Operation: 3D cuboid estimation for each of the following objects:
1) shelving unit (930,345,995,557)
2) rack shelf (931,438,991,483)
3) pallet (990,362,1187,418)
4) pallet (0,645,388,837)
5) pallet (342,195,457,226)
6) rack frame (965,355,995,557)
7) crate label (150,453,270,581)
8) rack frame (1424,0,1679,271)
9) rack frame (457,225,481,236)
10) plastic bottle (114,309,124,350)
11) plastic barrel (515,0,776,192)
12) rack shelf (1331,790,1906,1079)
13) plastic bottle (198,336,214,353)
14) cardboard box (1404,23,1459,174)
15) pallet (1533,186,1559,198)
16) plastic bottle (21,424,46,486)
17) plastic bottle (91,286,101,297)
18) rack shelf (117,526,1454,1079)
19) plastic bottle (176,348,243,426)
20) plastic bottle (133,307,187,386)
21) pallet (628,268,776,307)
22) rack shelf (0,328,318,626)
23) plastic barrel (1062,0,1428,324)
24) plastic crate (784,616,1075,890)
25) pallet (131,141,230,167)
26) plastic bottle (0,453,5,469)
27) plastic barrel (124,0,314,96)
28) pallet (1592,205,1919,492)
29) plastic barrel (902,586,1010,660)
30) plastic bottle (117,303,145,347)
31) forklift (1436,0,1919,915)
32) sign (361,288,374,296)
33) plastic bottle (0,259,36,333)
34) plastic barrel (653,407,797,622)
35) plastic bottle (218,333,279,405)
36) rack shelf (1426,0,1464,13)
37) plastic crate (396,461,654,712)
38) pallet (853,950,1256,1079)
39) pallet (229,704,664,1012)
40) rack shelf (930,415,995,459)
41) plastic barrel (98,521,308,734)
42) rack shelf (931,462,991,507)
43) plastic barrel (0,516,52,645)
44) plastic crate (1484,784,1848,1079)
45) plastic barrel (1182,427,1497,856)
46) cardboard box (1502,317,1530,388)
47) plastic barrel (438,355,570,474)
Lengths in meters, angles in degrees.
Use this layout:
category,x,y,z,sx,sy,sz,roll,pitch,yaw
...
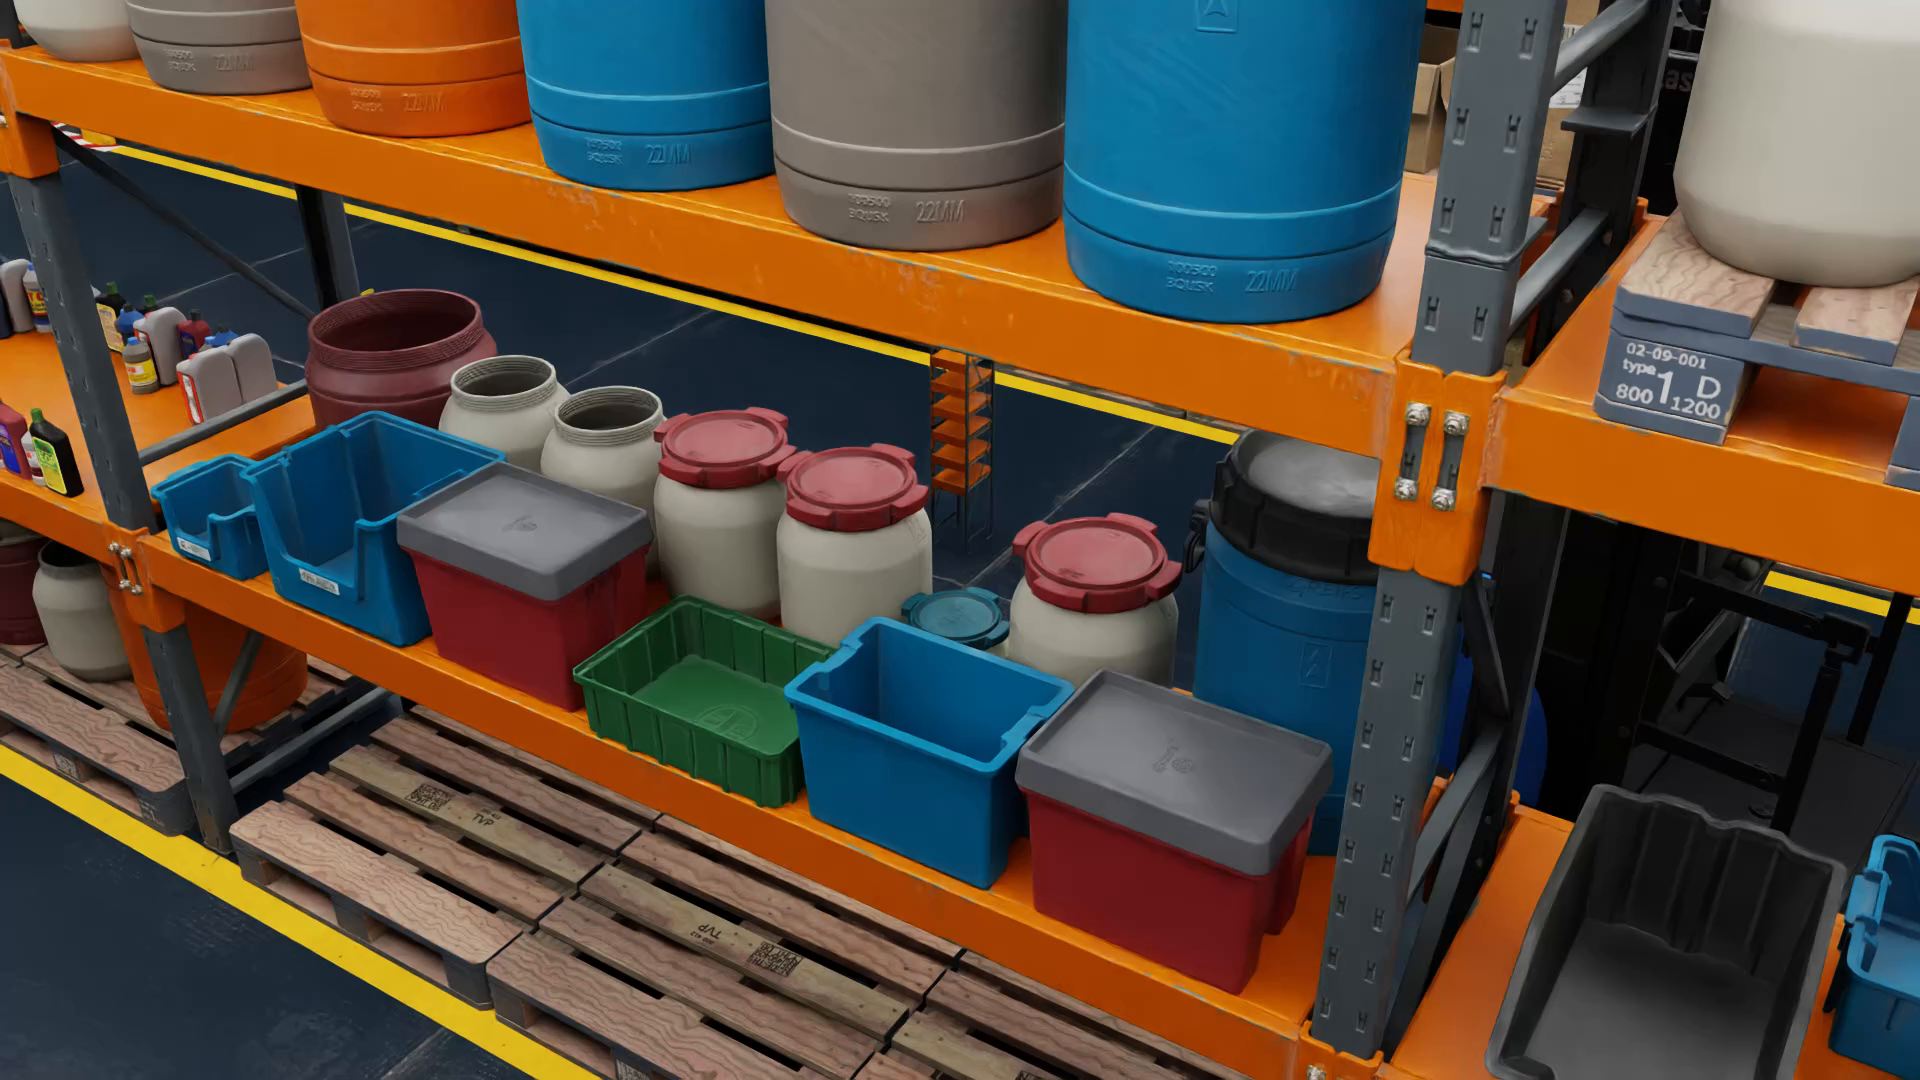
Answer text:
category,x,y,z,sx,sy,sz,roll,pitch,yaw
shelving unit,0.012,-0.514,7.441,0.189,1.200,0.258,18,35,27
rack shelf,0.012,-0.372,7.524,0.180,0.103,0.258,18,35,27
pallet,0.935,-1.108,9.440,1.213,0.211,1.003,18,35,27
pallet,-3.049,0.603,6.508,1.213,0.211,1.003,18,35,27
pallet,-3.716,-2.627,12.043,1.213,0.211,1.003,18,35,27
rack frame,0.090,-0.490,7.399,0.006,1.200,0.240,18,35,27
crate label,-2.201,-0.063,5.048,0.416,0.233,0.303,18,35,27
rack frame,1.029,-1.928,2.125,0.127,3.000,1.000,18,35,27
rack frame,-3.114,-3.594,10.934,0.127,3.000,1.000,18,35,27
plastic bottle,-3.142,-0.779,6.306,0.097,0.201,0.097,0,30,0
plastic barrel,-0.625,-1.243,3.430,0.708,0.901,0.600,18,35,27
rack shelf,2.723,1.510,2.899,4.000,0.370,1.077,18,35,27
plastic bottle,-2.720,-0.645,6.077,0.097,0.201,0.097,0,30,0
cardboard box,2.145,-2.102,7.857,0.637,0.503,0.797,22,37,32
pallet,3.092,-1.635,7.766,1.213,0.211,1.003,18,35,27
plastic bottle,-3.016,-0.288,5.463,0.097,0.201,0.097,0,30,0
plastic bottle,-3.338,-0.871,6.394,0.097,0.271,0.097,0,30,0
rack shelf,-0.665,0.438,4.736,4.000,0.370,1.077,18,35,27
plastic bottle,-2.634,-0.544,5.828,0.135,0.276,0.152,18,35,27
plastic bottle,-2.945,-0.733,6.152,0.135,0.276,0.152,18,35,27
pallet,-1.383,-1.888,10.778,1.213,0.211,1.003,18,35,27
rack shelf,-4.053,-0.633,6.573,4.000,0.370,1.077,18,35,27
plastic barrel,0.483,-0.893,2.829,0.708,0.901,0.600,18,35,27
plastic crate,-0.071,0.507,3.920,0.575,0.384,0.392,18,35,27
pallet,-5.783,-3.280,13.163,1.213,0.211,1.003,18,35,27
plastic bottle,-3.212,-0.349,5.569,0.097,0.201,0.097,0,30,0
plastic barrel,-1.779,-1.608,4.055,0.600,0.901,0.600,0,30,0
pallet,1.692,-0.399,2.668,1.003,0.211,1.213,18,35,27
plastic barrel,-0.011,0.303,4.391,0.301,0.262,0.301,0,30,0
plastic bottle,-3.061,-0.747,6.182,0.097,0.271,0.097,0,30,0
forklift,2.612,-0.145,5.090,3.031,2.935,1.130,23,37,34
sign,-2.072,-0.716,5.838,0.005,0.325,0.100,18,35,27
plastic bottle,-3.728,-0.980,6.577,0.135,0.276,0.152,18,35,27
plastic barrel,-0.653,-0.058,4.738,0.433,0.535,0.433,0,30,0
plastic bottle,-2.554,-0.609,5.940,0.135,0.276,0.152,18,35,27
rack shelf,4.691,-3.766,11.942,4.000,0.370,1.077,18,35,27
plastic crate,-1.153,0.127,4.491,0.583,0.464,0.402,18,35,27
pallet,0.343,1.674,4.671,1.213,0.211,1.003,18,35,27
pallet,-1.723,1.020,5.792,1.213,0.211,1.003,18,35,27
rack shelf,0.012,-0.476,7.463,0.180,0.103,0.258,18,35,27
plastic barrel,-2.782,0.224,6.127,0.708,0.830,0.600,18,35,27
rack shelf,0.012,-0.269,7.584,0.180,0.103,0.258,18,35,27
plastic barrel,-3.739,0.025,6.706,0.708,0.588,0.600,18,35,27
plastic crate,1.405,0.885,3.319,0.504,0.338,0.767,18,35,27
plastic barrel,0.863,0.214,3.909,0.708,0.901,0.600,18,35,27
cardboard box,2.760,-0.871,8.310,0.500,0.500,0.700,17,34,27
plastic barrel,-1.374,-0.272,5.129,0.421,0.512,0.421,0,30,0
